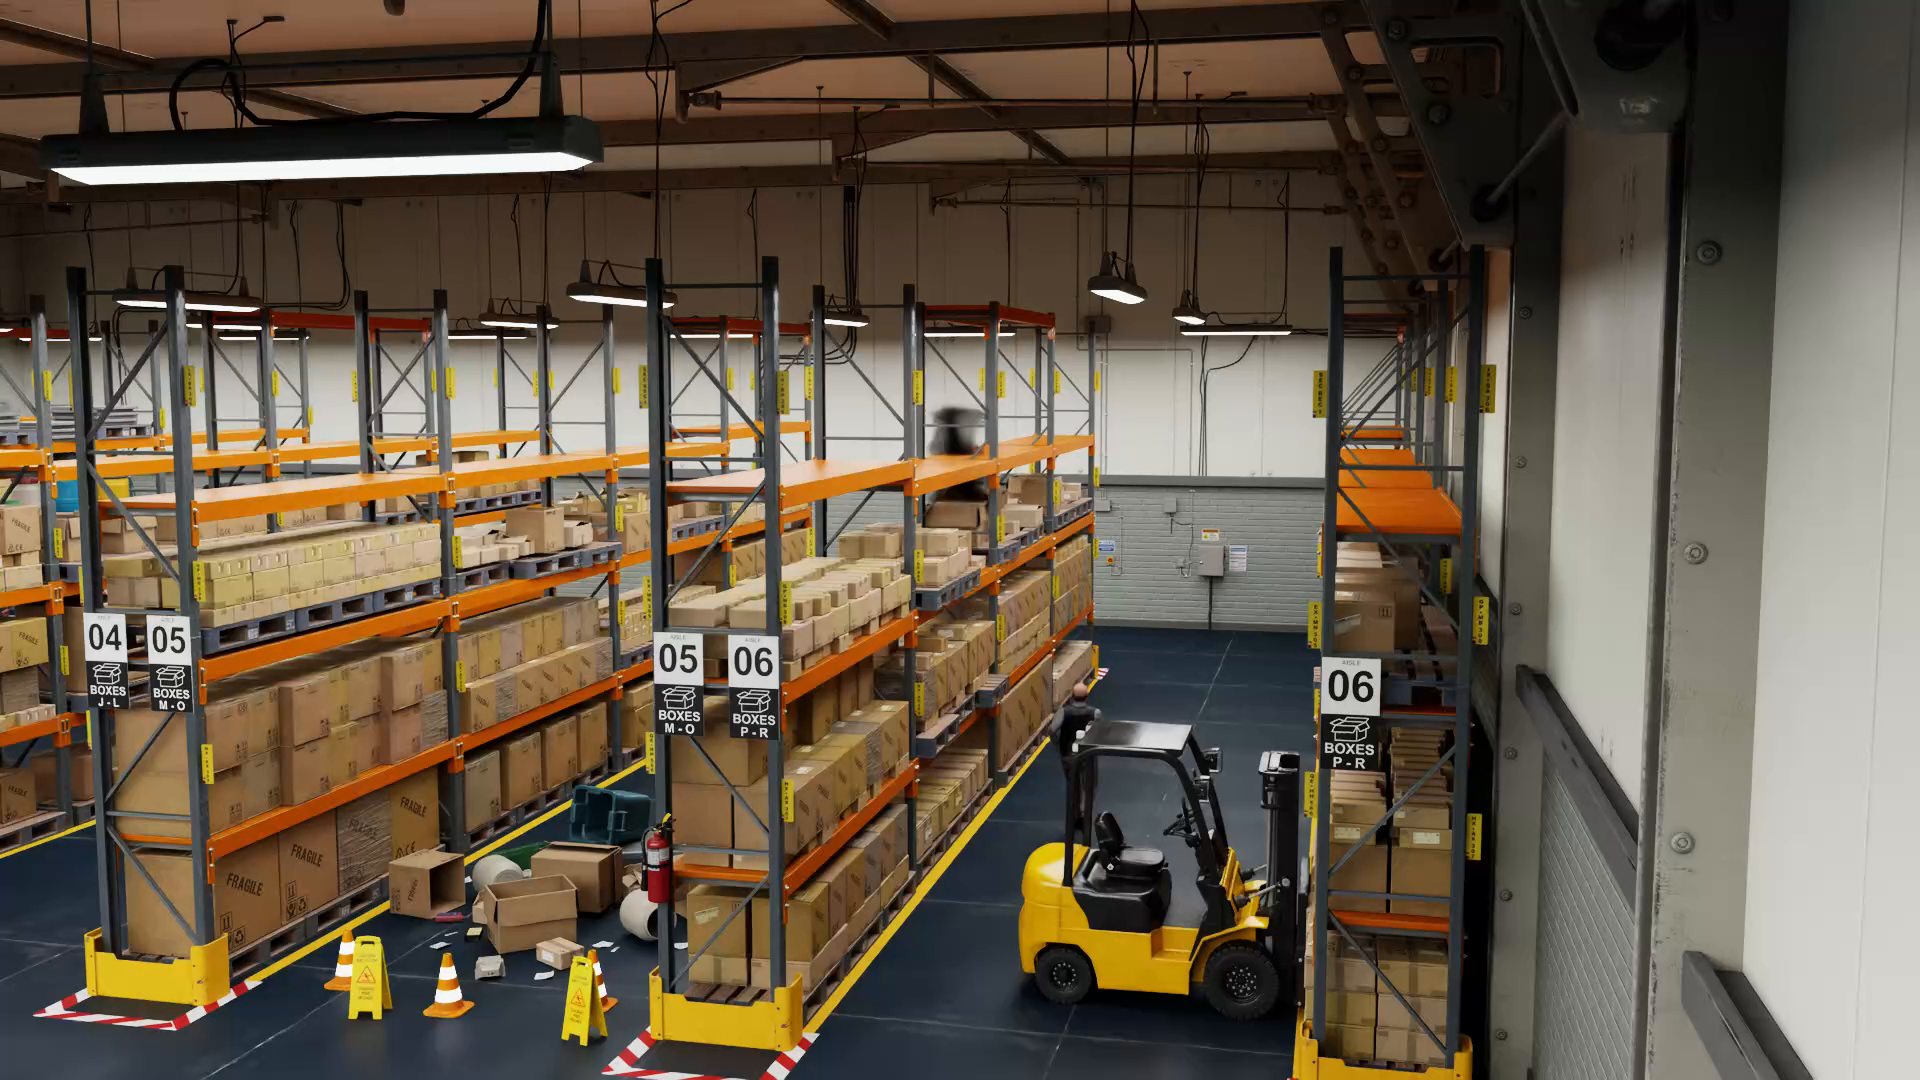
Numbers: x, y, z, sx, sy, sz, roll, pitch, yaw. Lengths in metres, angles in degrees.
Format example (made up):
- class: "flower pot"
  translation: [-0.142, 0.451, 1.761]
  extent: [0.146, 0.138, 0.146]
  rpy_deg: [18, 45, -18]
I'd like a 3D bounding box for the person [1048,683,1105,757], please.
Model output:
- class: "person"
  translation: [1.345, 2.031, 18.641]
  extent: [0.665, 0.756, 0.575]
  rpy_deg: [1, 6, 11]
